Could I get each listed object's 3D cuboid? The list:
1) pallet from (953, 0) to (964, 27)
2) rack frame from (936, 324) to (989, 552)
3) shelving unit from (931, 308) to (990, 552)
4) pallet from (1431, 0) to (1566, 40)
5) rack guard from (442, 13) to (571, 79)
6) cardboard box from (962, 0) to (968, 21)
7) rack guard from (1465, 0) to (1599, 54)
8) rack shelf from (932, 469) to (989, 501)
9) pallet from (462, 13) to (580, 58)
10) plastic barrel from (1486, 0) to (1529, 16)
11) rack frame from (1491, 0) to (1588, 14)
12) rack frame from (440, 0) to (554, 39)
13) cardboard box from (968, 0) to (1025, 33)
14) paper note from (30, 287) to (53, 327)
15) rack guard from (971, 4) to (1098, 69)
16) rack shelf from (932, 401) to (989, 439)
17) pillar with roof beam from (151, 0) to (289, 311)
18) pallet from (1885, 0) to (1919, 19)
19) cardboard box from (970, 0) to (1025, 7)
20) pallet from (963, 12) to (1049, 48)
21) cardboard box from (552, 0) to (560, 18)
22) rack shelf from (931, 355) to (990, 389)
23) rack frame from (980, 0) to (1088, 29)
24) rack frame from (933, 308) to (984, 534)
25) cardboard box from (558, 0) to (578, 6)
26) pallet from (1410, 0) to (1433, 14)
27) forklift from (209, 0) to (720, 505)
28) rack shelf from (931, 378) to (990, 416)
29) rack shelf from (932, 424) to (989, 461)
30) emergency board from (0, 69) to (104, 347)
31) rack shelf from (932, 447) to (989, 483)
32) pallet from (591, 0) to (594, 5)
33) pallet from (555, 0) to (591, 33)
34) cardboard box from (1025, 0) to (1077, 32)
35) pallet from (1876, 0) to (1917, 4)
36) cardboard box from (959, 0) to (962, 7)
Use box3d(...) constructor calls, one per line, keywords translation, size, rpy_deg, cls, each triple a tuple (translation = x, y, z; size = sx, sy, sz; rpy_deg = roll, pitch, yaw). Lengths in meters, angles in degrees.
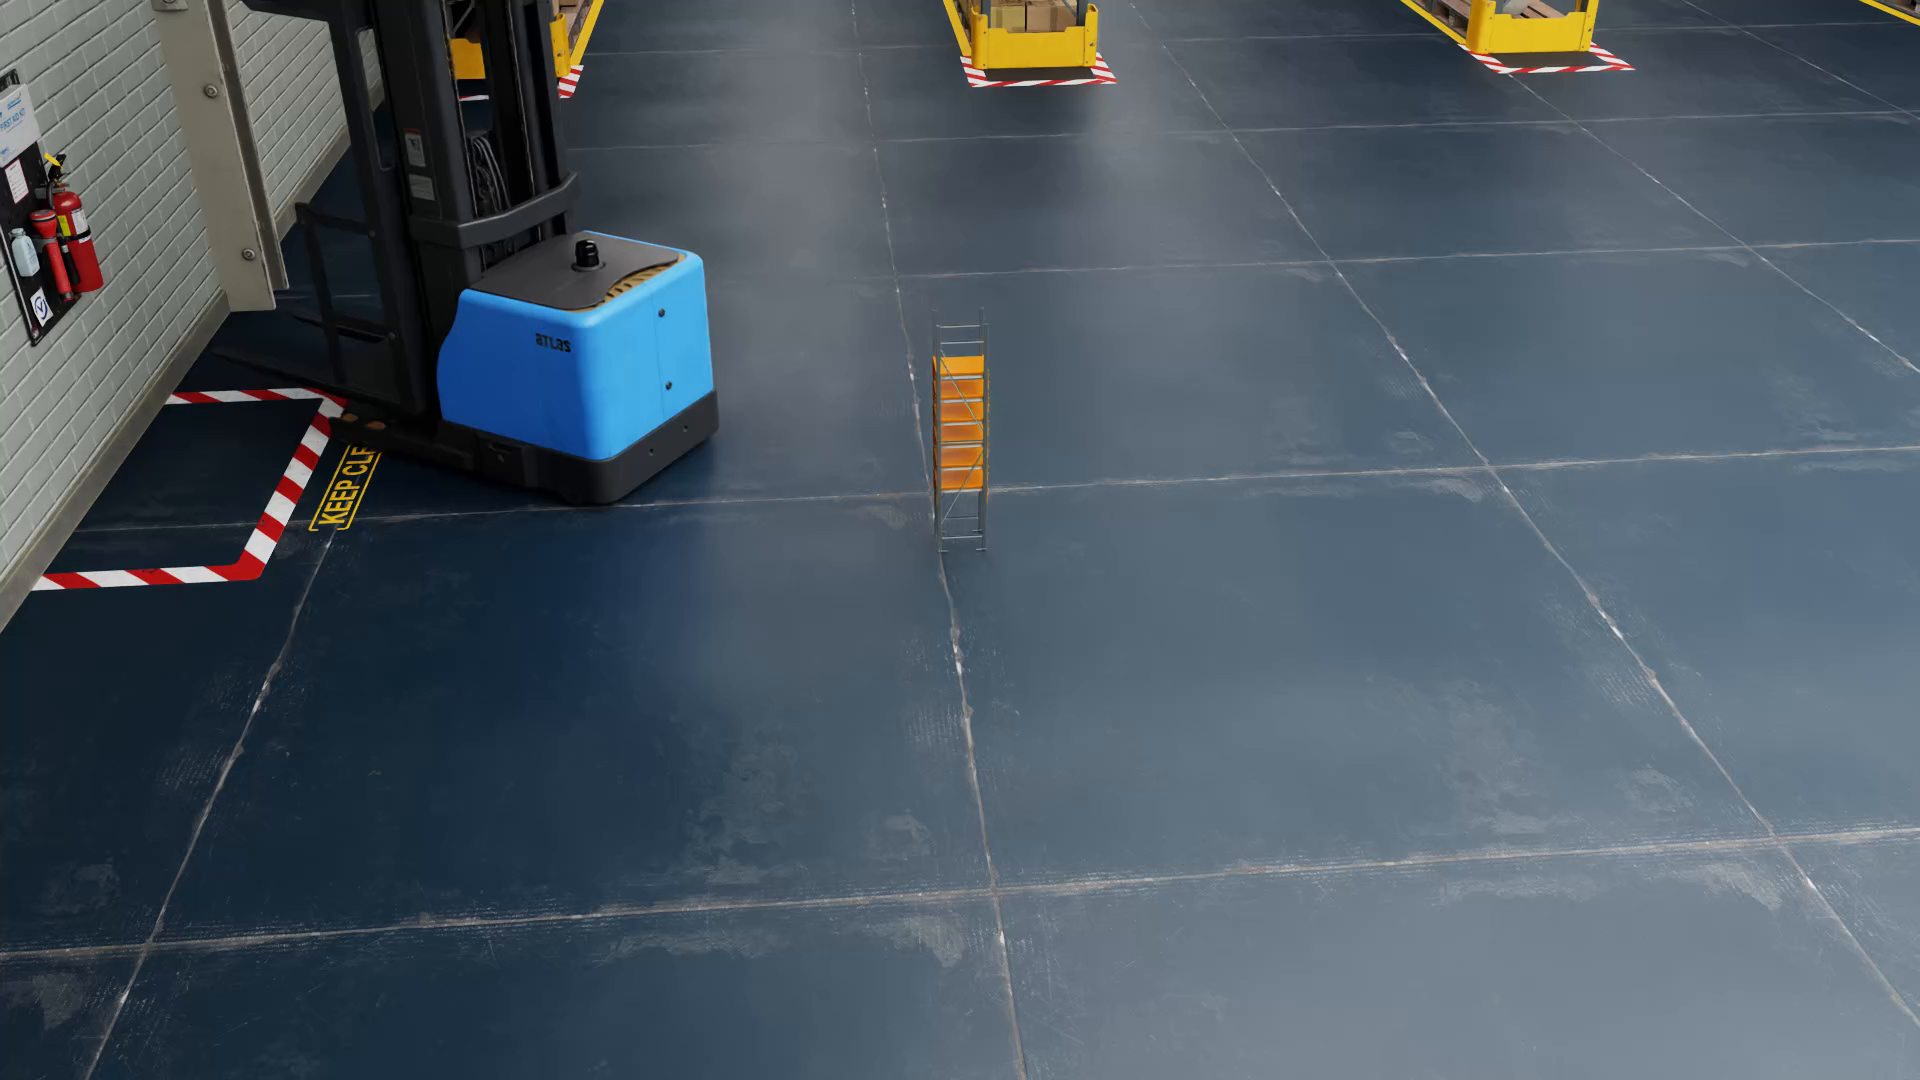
box3d(translation=(0.472, -5.667, 17.532), size=(1.003, 0.211, 1.213), rpy_deg=(-3, 31, -5), cls="pallet")
box3d(translation=(0.010, -0.461, 7.852), size=(0.240, 1.200, 0.006), rpy_deg=(-3, 31, -5), cls="rack frame")
box3d(translation=(0.001, -0.508, 7.930), size=(0.258, 1.200, 0.189), rpy_deg=(-3, 31, -5), cls="shelving unit")
box3d(translation=(5.504, -5.344, 16.992), size=(1.003, 0.211, 1.213), rpy_deg=(-3, 31, -5), cls="pallet")
box3d(translation=(-4.242, -4.581, 15.432), size=(1.175, 0.500, 0.348), rpy_deg=(-3, 31, -5), cls="rack guard")
box3d(translation=(0.293, -5.369, 16.585), size=(0.500, 0.250, 0.500), rpy_deg=(-3, 31, -5), cls="cardboard box")
box3d(translation=(5.574, -5.053, 16.223), size=(1.175, 0.500, 0.348), rpy_deg=(-3, 31, -5), cls="rack guard")
box3d(translation=(0.001, -0.264, 8.076), size=(0.258, 0.103, 0.180), rpy_deg=(-3, 31, -5), cls="rack shelf")
box3d(translation=(-4.283, -4.874, 16.203), size=(1.003, 0.211, 1.213), rpy_deg=(-3, 31, -5), cls="pallet")
box3d(translation=(5.491, -5.535, 16.607), size=(0.421, 0.512, 0.421), rpy_deg=(0, 31, 0), cls="plastic barrel")
box3d(translation=(5.628, -6.090, 15.521), size=(1.000, 3.000, 0.127), rpy_deg=(-3, 31, -5), cls="rack frame")
box3d(translation=(-4.235, -5.615, 14.726), size=(1.000, 3.000, 0.127), rpy_deg=(-3, 31, -5), cls="rack frame")
box3d(translation=(0.352, -5.114, 16.159), size=(0.500, 0.250, 0.500), rpy_deg=(-3, 31, -5), cls="cardboard box")
box3d(translation=(-4.461, -1.133, 8.080), size=(0.016, 0.148, 0.142), rpy_deg=(-3, 31, -5), cls="paper note")
box3d(translation=(0.699, -4.769, 15.747), size=(1.175, 0.500, 0.348), rpy_deg=(-3, 31, -5), cls="rack guard")
box3d(translation=(0.001, -0.573, 7.891), size=(0.258, 0.103, 0.180), rpy_deg=(-3, 31, -5), cls="rack shelf")
box3d(translation=(-0.315, -5.650, 8.933), size=(9.100, 9.000, 0.400), rpy_deg=(-3, 31, -5), cls="pillar with roof beam")
box3d(translation=(10.512, -5.585, 17.395), size=(1.003, 0.211, 1.213), rpy_deg=(-3, 31, -5), cls="pallet")
box3d(translation=(0.350, -5.436, 15.966), size=(0.500, 0.500, 0.500), rpy_deg=(-3, 31, -5), cls="cardboard box")
box3d(translation=(0.583, -5.046, 16.492), size=(1.003, 0.211, 1.213), rpy_deg=(-3, 31, -5), cls="pallet")
box3d(translation=(-4.264, -5.299, 16.389), size=(0.500, 0.311, 0.500), rpy_deg=(0, 31, 0), cls="cardboard box")
box3d(translation=(0.001, -0.779, 7.768), size=(0.258, 0.103, 0.180), rpy_deg=(-3, 31, -5), cls="rack shelf")
box3d(translation=(0.696, -5.855, 15.127), size=(1.000, 3.000, 0.127), rpy_deg=(-3, 31, -5), cls="rack frame")
box3d(translation=(-0.007, -0.554, 8.008), size=(0.240, 1.200, 0.006), rpy_deg=(-3, 31, -5), cls="rack frame")
box3d(translation=(-4.282, -5.757, 16.971), size=(0.700, 0.500, 0.500), rpy_deg=(-5, 31, -8), cls="cardboard box")
box3d(translation=(5.393, -5.966, 18.032), size=(1.003, 0.211, 1.213), rpy_deg=(-3, 31, -5), cls="pallet")
box3d(translation=(-2.870, -1.961, 8.674), size=(3.031, 2.935, 1.130), rpy_deg=(15, 34, 23), cls="forklift")
box3d(translation=(0.001, -0.676, 7.830), size=(0.258, 0.103, 0.180), rpy_deg=(-3, 31, -5), cls="rack shelf")
box3d(translation=(0.001, -0.470, 7.953), size=(0.258, 0.103, 0.180), rpy_deg=(-3, 31, -5), cls="rack shelf")
box3d(translation=(-4.408, -1.605, 8.011), size=(0.194, 1.169, 0.643), rpy_deg=(-3, 31, -5), cls="emergency board")
box3d(translation=(0.001, -0.367, 8.014), size=(0.258, 0.103, 0.180), rpy_deg=(-3, 31, -5), cls="rack shelf")
box3d(translation=(-4.511, -6.119, 18.289), size=(1.003, 0.211, 1.213), rpy_deg=(-3, 31, -5), cls="pallet")
box3d(translation=(-4.394, -5.495, 17.244), size=(1.003, 0.211, 1.213), rpy_deg=(-3, 31, -5), cls="pallet")
box3d(translation=(0.868, -5.139, 16.200), size=(0.500, 0.250, 0.500), rpy_deg=(-3, 31, -5), cls="cardboard box")
box3d(translation=(10.401, -6.207, 18.436), size=(1.003, 0.211, 1.213), rpy_deg=(-3, 31, -5), cls="pallet")
box3d(translation=(0.245, -5.624, 17.012), size=(0.500, 0.250, 0.500), rpy_deg=(-3, 31, -5), cls="cardboard box")
